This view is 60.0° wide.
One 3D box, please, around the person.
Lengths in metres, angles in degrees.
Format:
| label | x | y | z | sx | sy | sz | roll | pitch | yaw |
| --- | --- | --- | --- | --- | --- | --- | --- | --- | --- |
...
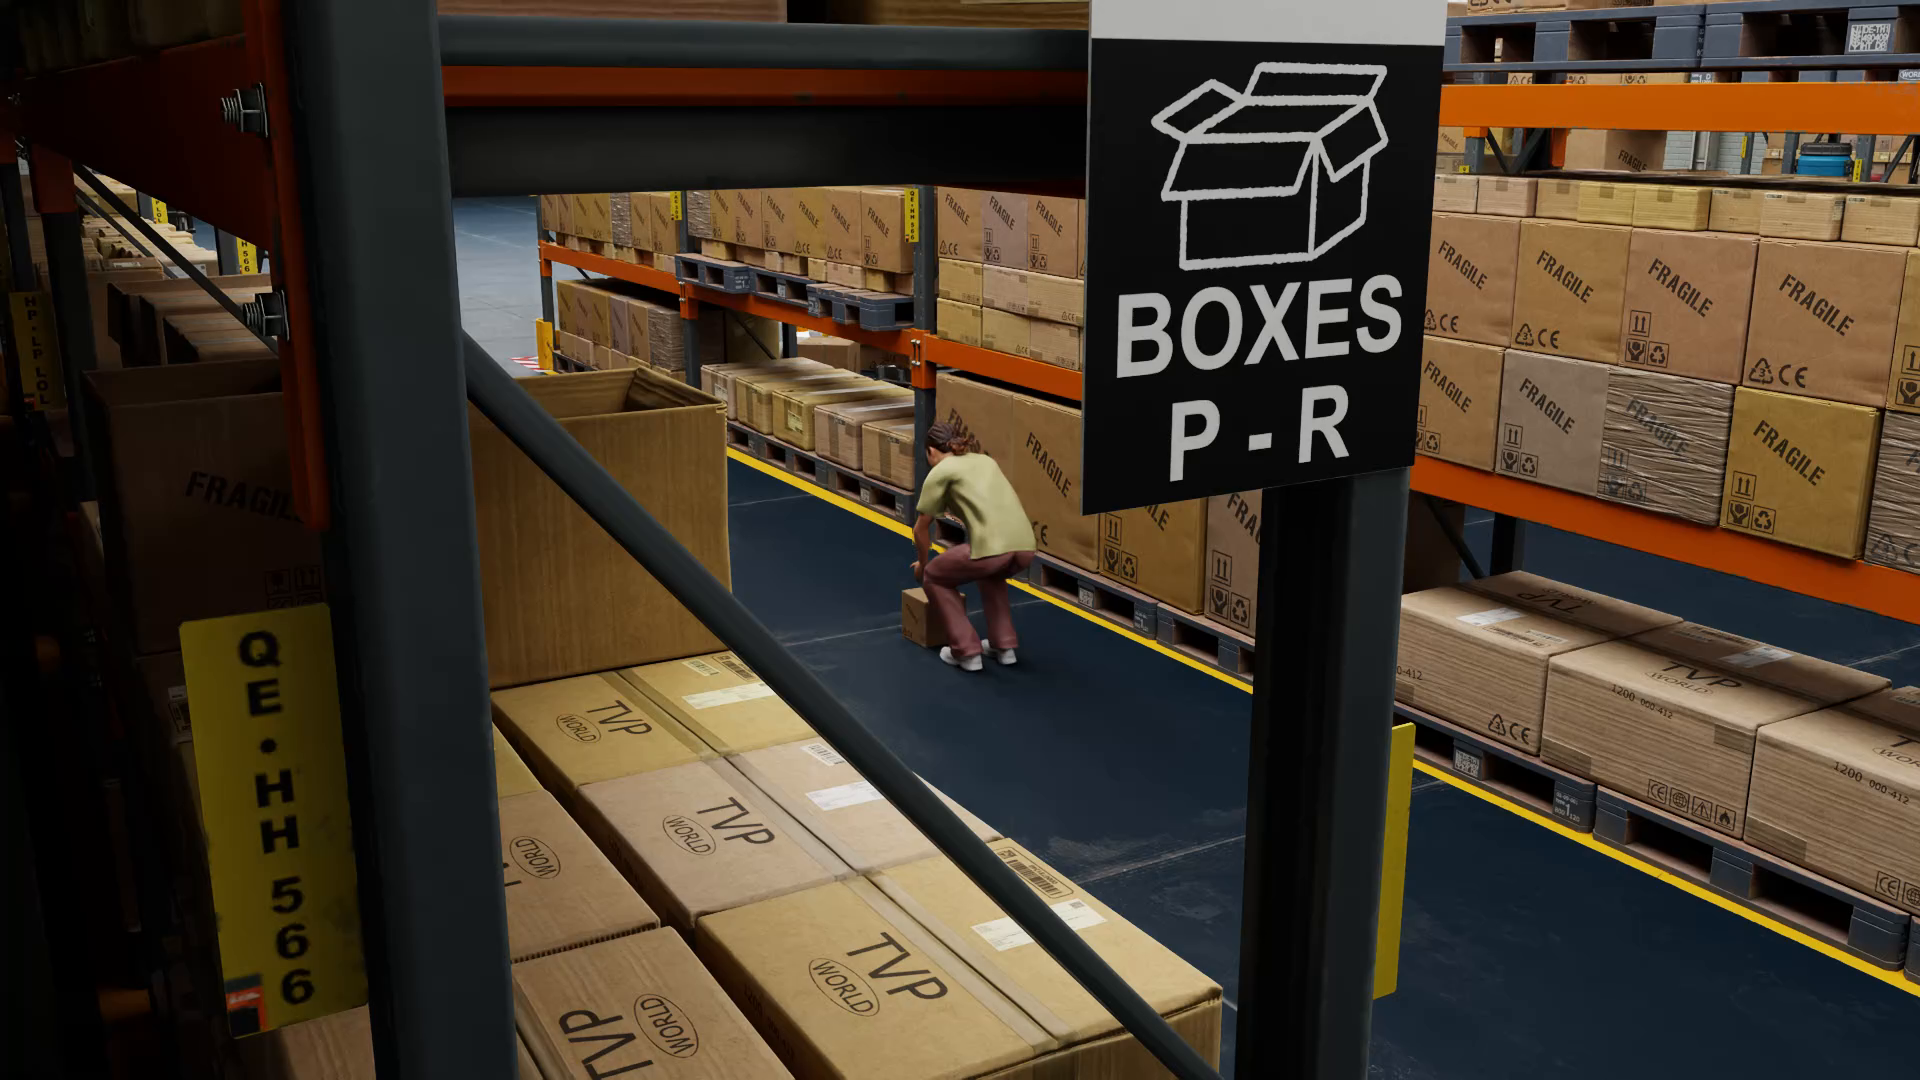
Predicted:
| label | x | y | z | sx | sy | sz | roll | pitch | yaw |
| --- | --- | --- | --- | --- | --- | --- | --- | --- | --- |
| person | 0.050 | 0.038 | 8.260 | 0.506 | 1.187 | 0.730 | -9 | 17 | -30 |
